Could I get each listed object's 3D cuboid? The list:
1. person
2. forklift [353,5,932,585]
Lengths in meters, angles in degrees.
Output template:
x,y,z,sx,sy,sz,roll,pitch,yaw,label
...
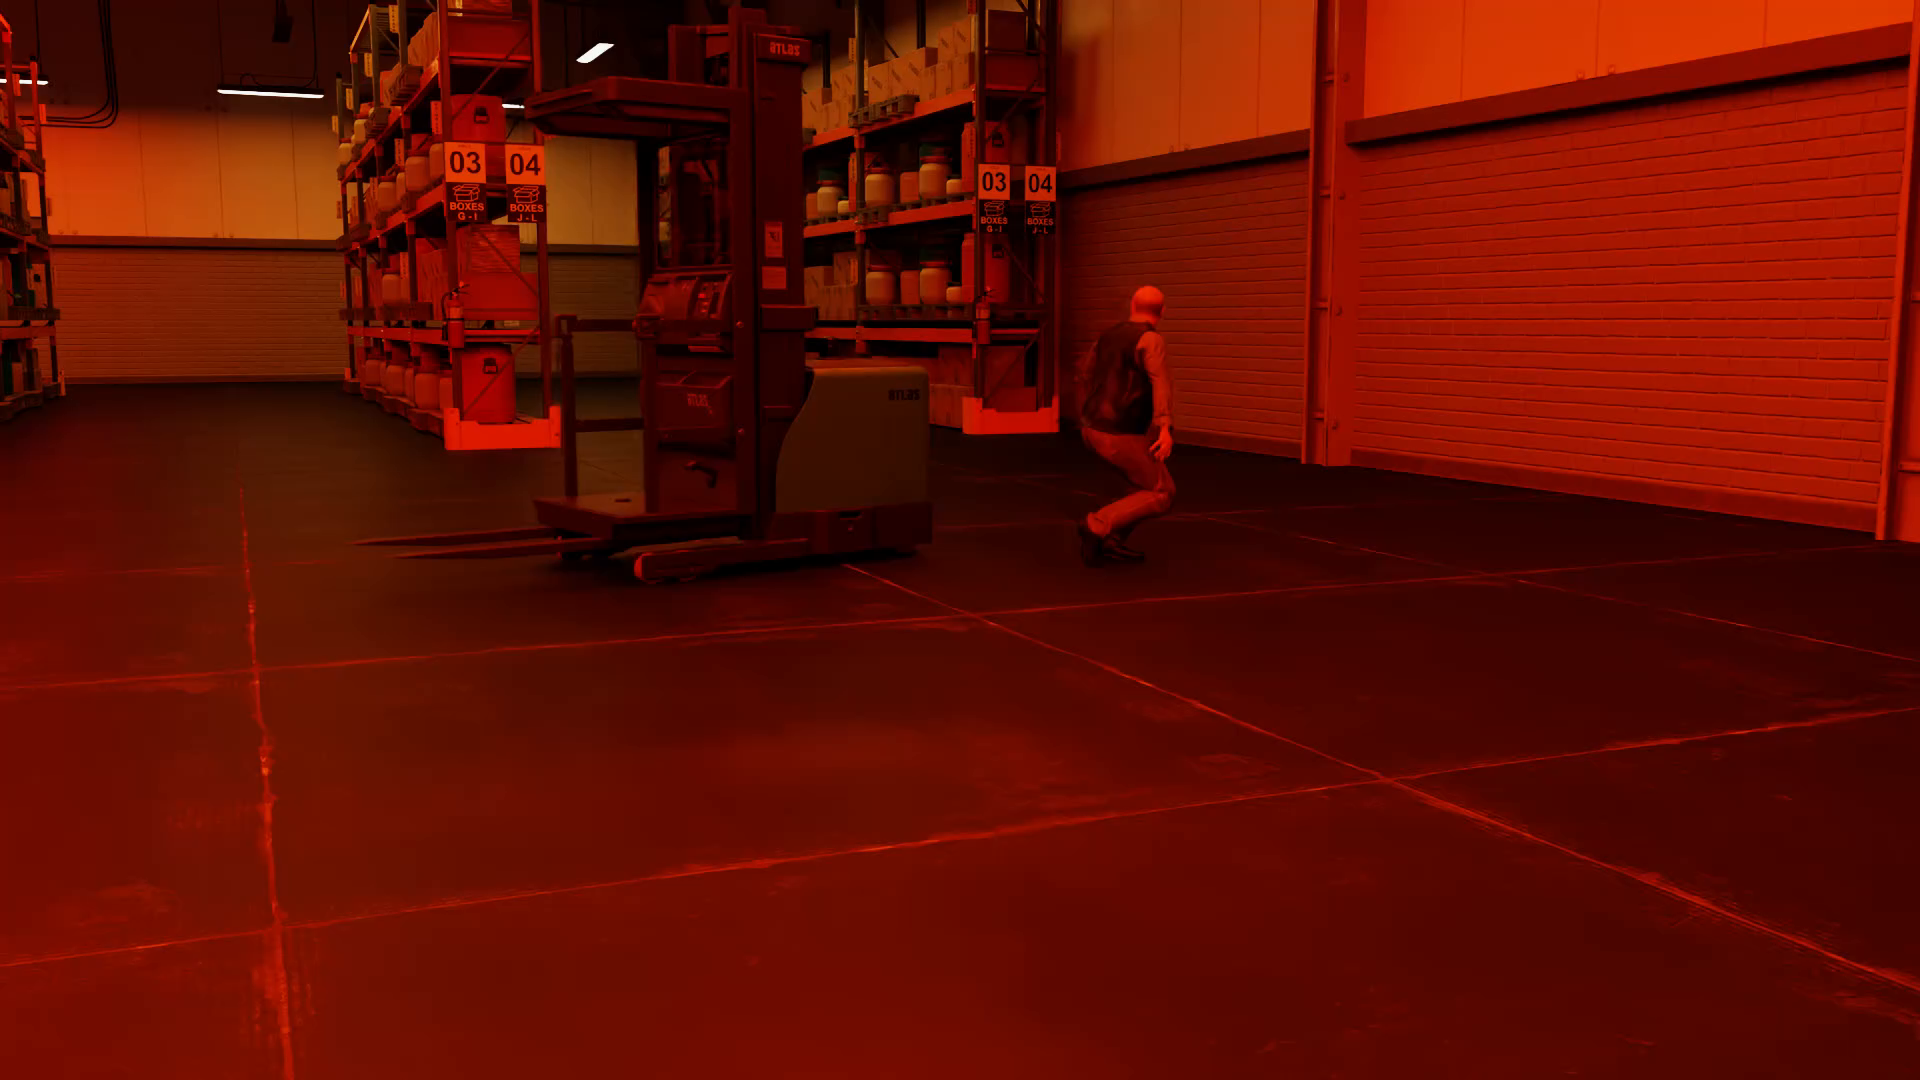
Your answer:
x,y,z,sx,sy,sz,roll,pitch,yaw,label
0.893,-0.606,9.048,0.575,1.543,0.891,-2,8,-15,person
-1.643,-1.304,8.830,3.031,2.935,1.130,-6,9,-37,forklift
